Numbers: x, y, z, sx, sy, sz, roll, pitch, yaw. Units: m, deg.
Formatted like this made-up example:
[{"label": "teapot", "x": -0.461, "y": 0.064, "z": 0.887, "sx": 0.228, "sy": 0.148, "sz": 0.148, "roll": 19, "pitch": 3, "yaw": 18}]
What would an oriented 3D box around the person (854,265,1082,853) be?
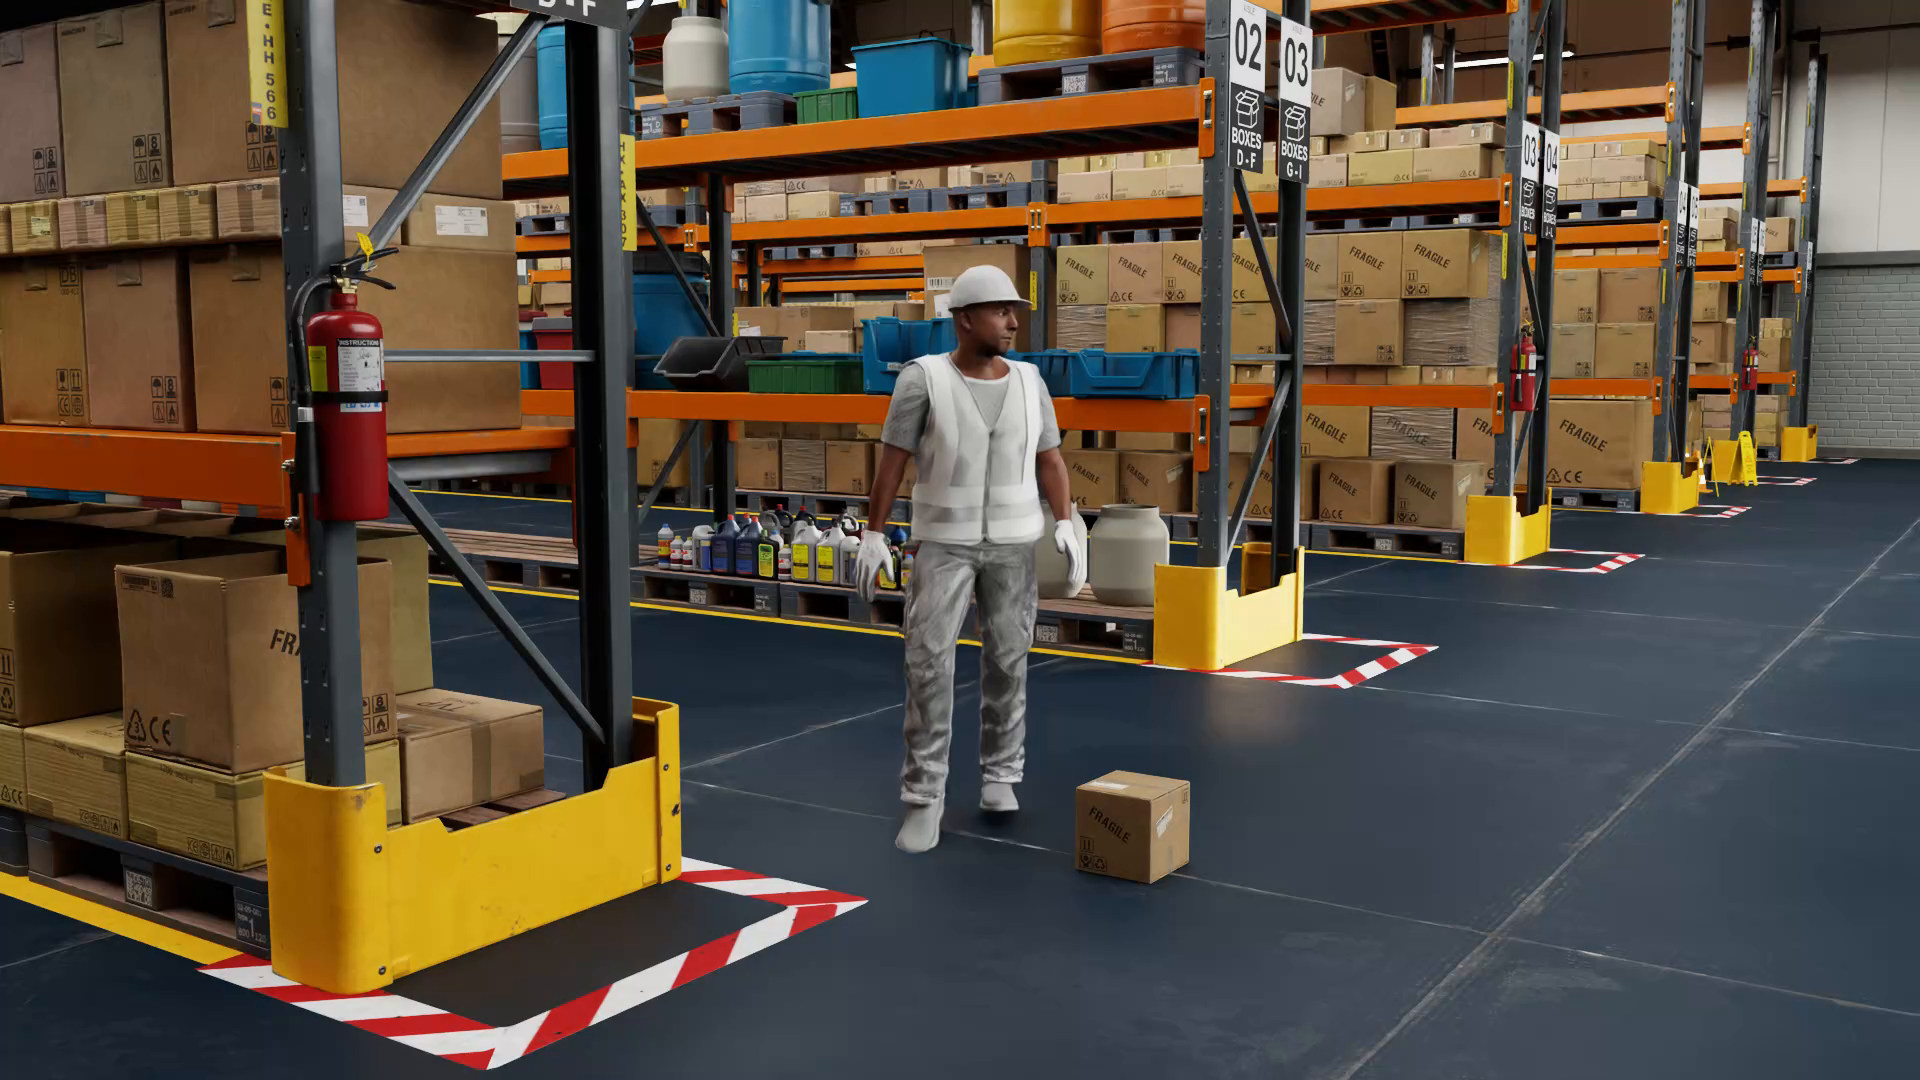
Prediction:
[{"label": "person", "x": 0.019, "y": 0.048, "z": 5.279, "sx": 0.717, "sy": 1.817, "sz": 0.549, "roll": -1, "pitch": 6, "yaw": -8}]
